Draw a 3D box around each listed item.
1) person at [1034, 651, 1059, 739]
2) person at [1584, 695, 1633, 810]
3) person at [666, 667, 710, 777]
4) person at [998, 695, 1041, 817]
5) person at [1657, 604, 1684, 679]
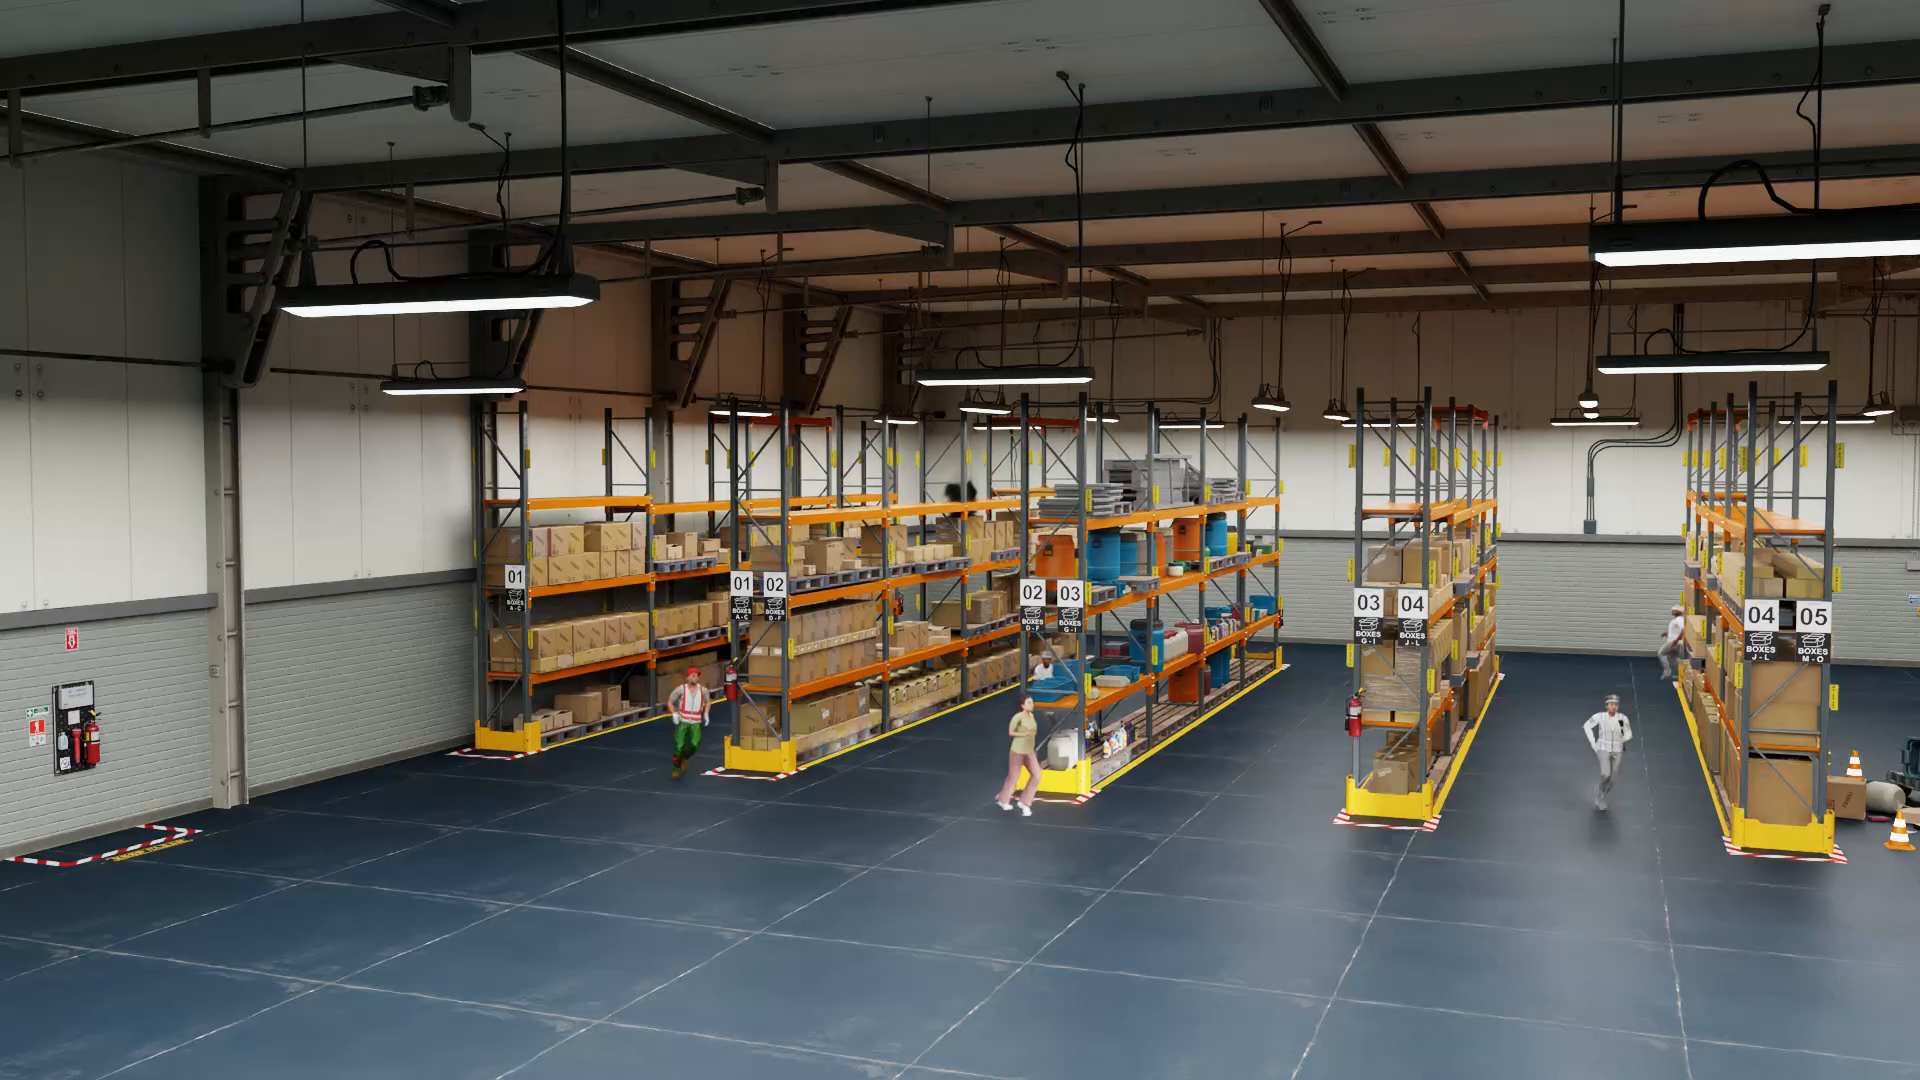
[{"bbox_3d":[1.592,2.753,29.409,0.562,1.619,0.790,1,3,24],"label":"person"},{"bbox_3d":[9.230,3.008,23.621,0.606,1.649,0.669,0,3,4],"label":"person"},{"bbox_3d":[-4.246,2.869,26.182,0.714,1.723,0.530,-1,3,-20],"label":"person"},{"bbox_3d":[0.888,3.037,23.493,0.580,1.695,0.705,-2,4,-39],"label":"person"},{"bbox_3d":[16.154,2.324,37.670,0.639,1.767,0.755,2,3,34],"label":"person"}]
